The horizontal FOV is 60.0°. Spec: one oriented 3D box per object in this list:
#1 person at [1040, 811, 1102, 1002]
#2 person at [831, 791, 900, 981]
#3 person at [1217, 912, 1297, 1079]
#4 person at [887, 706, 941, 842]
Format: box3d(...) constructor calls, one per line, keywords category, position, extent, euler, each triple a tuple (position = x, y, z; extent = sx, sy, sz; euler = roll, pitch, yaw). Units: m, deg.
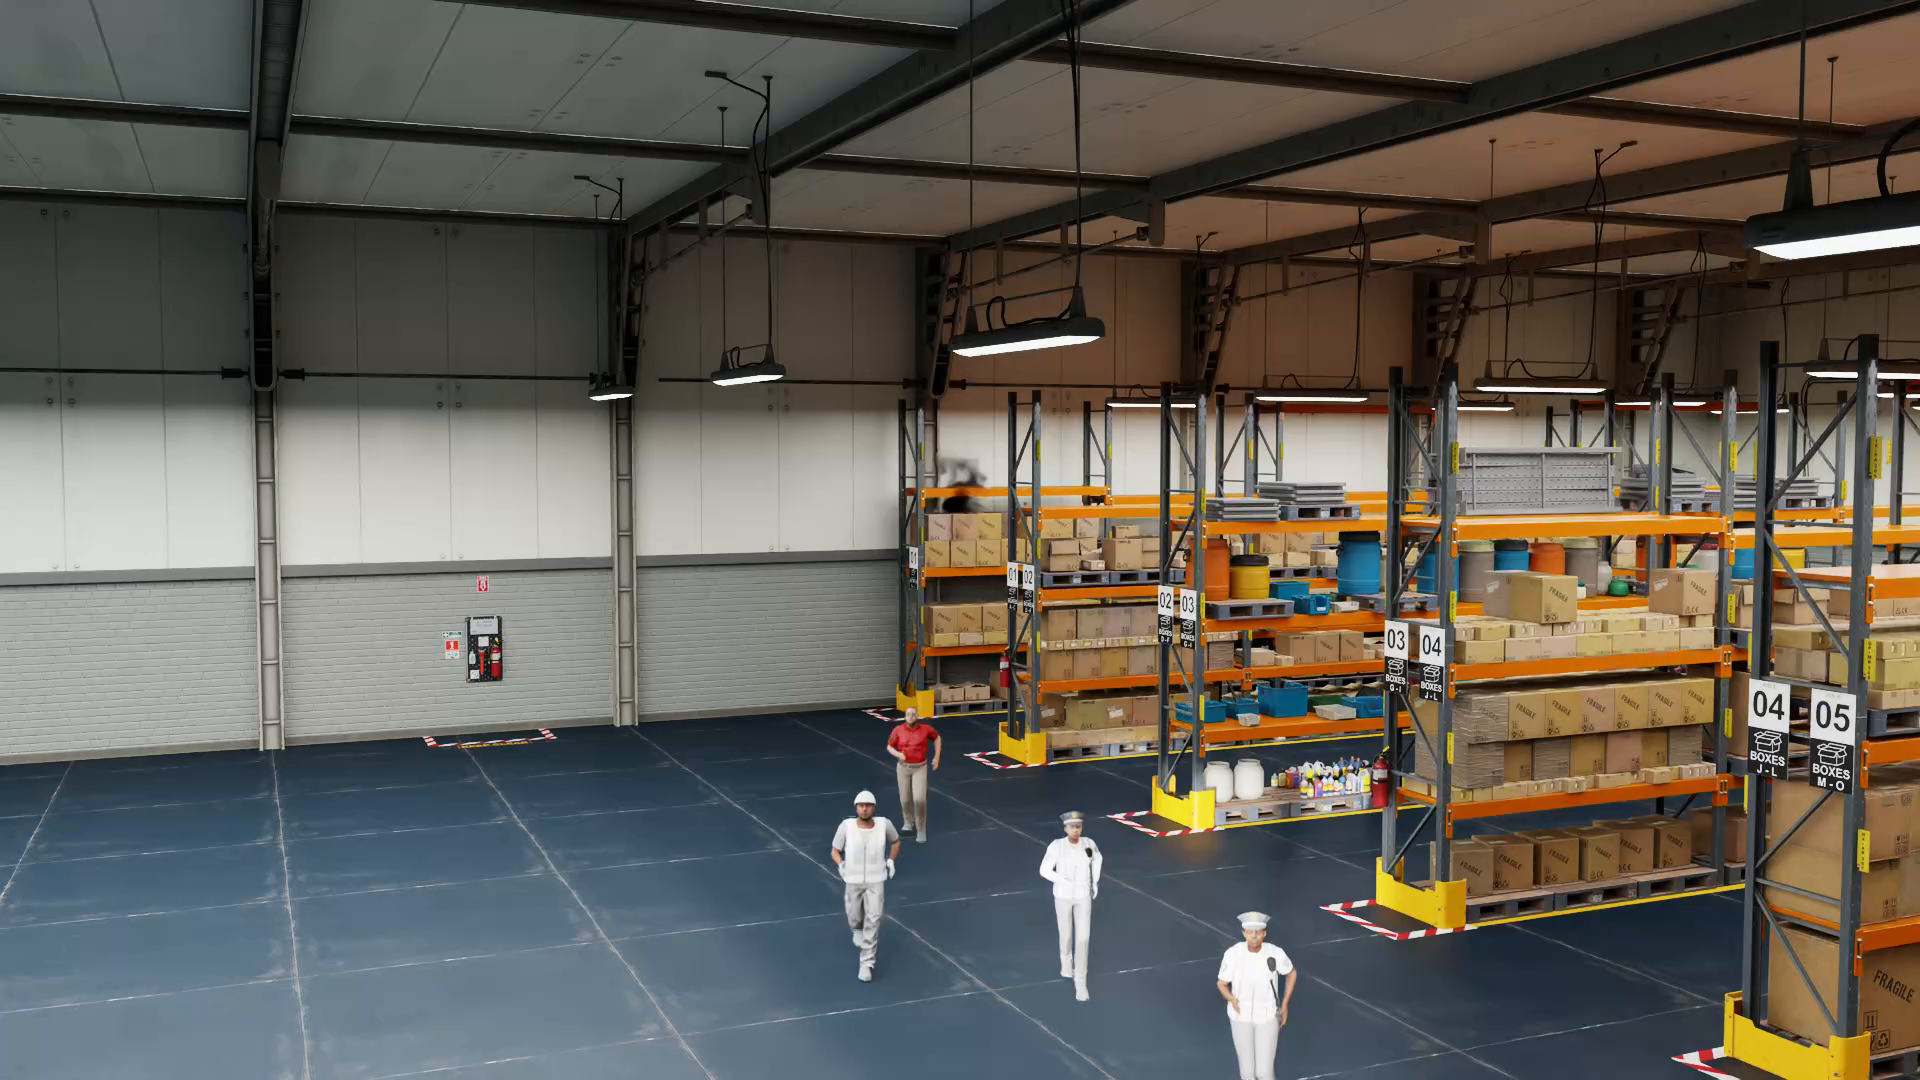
box3d(category="person", position=(1.053, 3.400, 15.718), extent=(0.600, 1.742, 0.793), euler=(0, 3, 1))
box3d(category="person", position=(-0.921, 3.329, 16.267), extent=(0.681, 1.766, 0.878), euler=(0, 3, -2))
box3d(category="person", position=(2.198, 3.600, 12.415), extent=(0.566, 1.705, 0.675), euler=(1, 4, 18))
box3d(category="person", position=(-0.613, 3.062, 21.665), extent=(0.682, 1.814, 0.765), euler=(0, 3, 4))
